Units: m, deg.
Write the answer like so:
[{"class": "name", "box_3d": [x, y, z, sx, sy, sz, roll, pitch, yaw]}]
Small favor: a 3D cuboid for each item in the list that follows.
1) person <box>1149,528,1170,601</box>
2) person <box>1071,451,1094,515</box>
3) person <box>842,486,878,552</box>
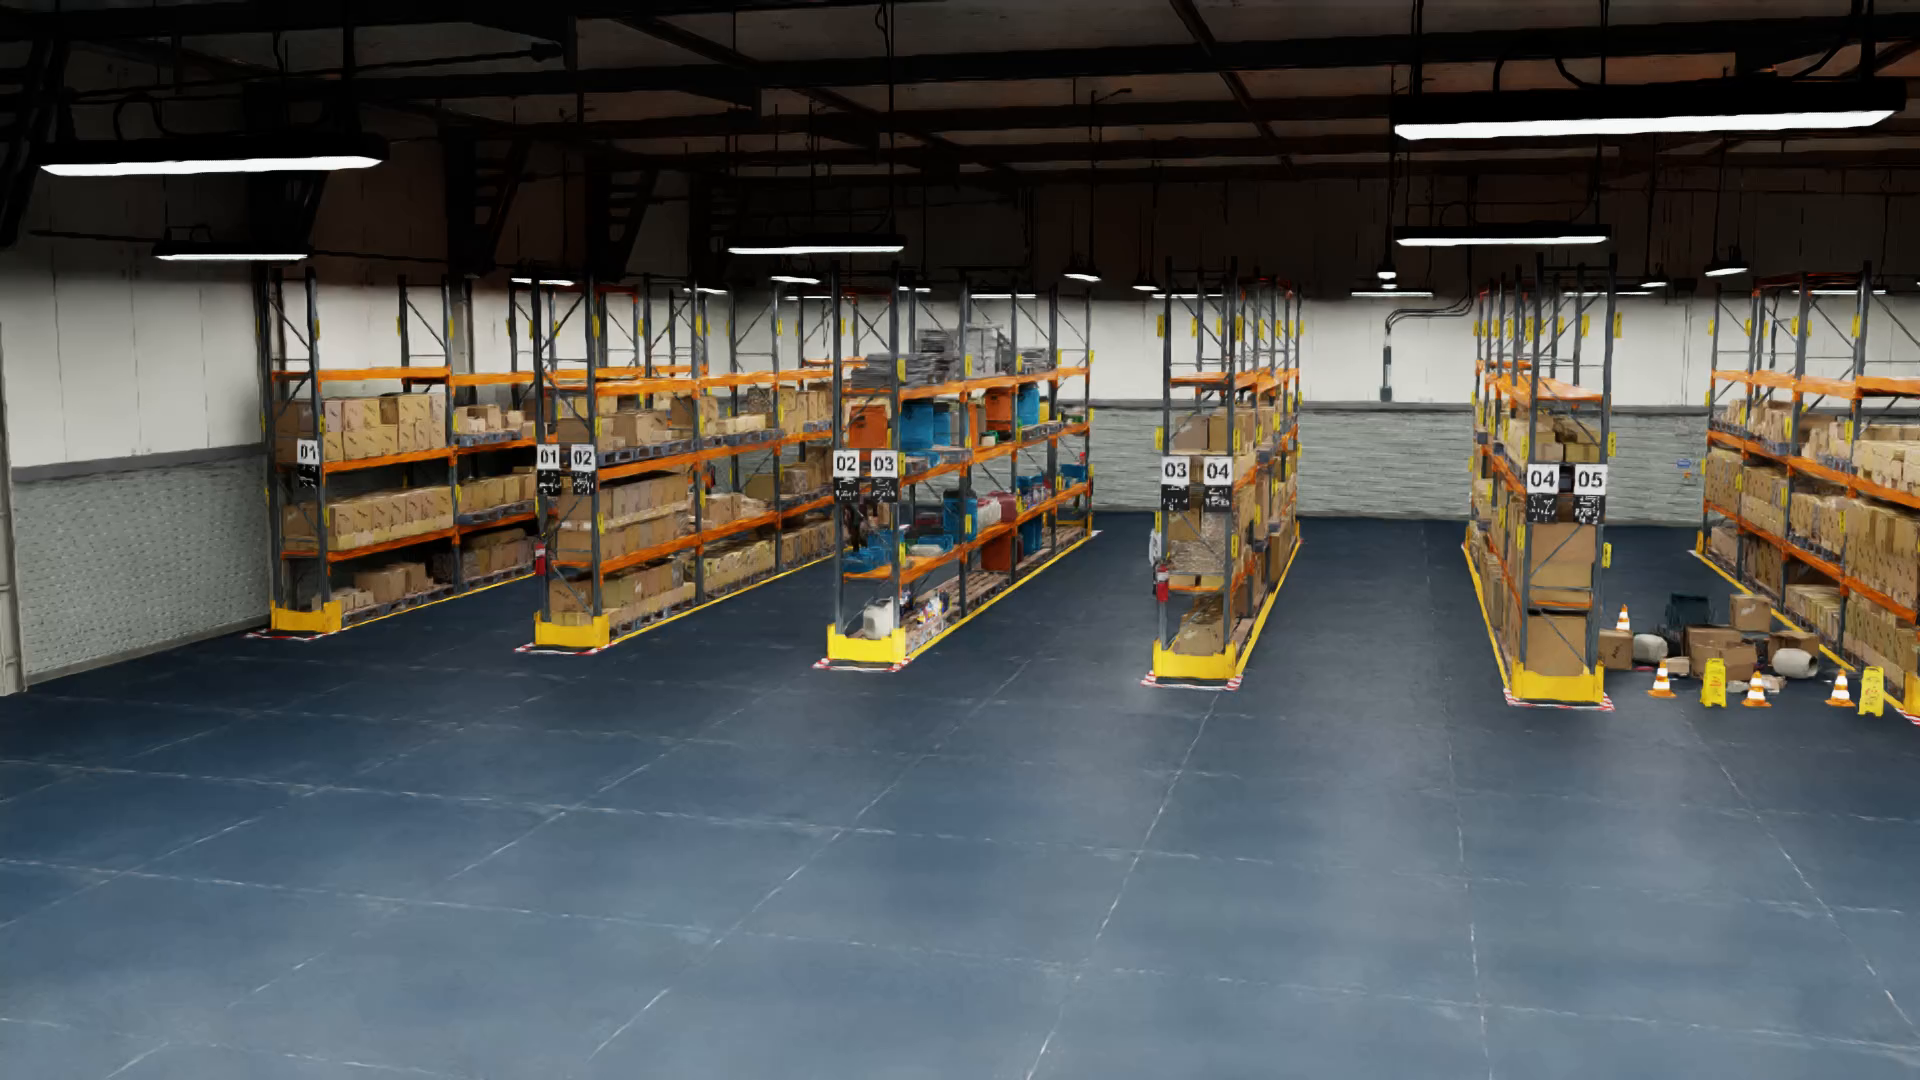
[{"class": "person", "box_3d": [3.738, 0.291, 30.823, 0.495, 1.589, 1.086, 2, 8, 17]}, {"class": "person", "box_3d": [3.290, -1.514, 44.621, 0.593, 1.747, 0.968, -1, 7, -8]}, {"class": "person", "box_3d": [-2.177, -0.364, 35.719, 0.718, 1.704, 0.845, 3, 8, 20]}]
